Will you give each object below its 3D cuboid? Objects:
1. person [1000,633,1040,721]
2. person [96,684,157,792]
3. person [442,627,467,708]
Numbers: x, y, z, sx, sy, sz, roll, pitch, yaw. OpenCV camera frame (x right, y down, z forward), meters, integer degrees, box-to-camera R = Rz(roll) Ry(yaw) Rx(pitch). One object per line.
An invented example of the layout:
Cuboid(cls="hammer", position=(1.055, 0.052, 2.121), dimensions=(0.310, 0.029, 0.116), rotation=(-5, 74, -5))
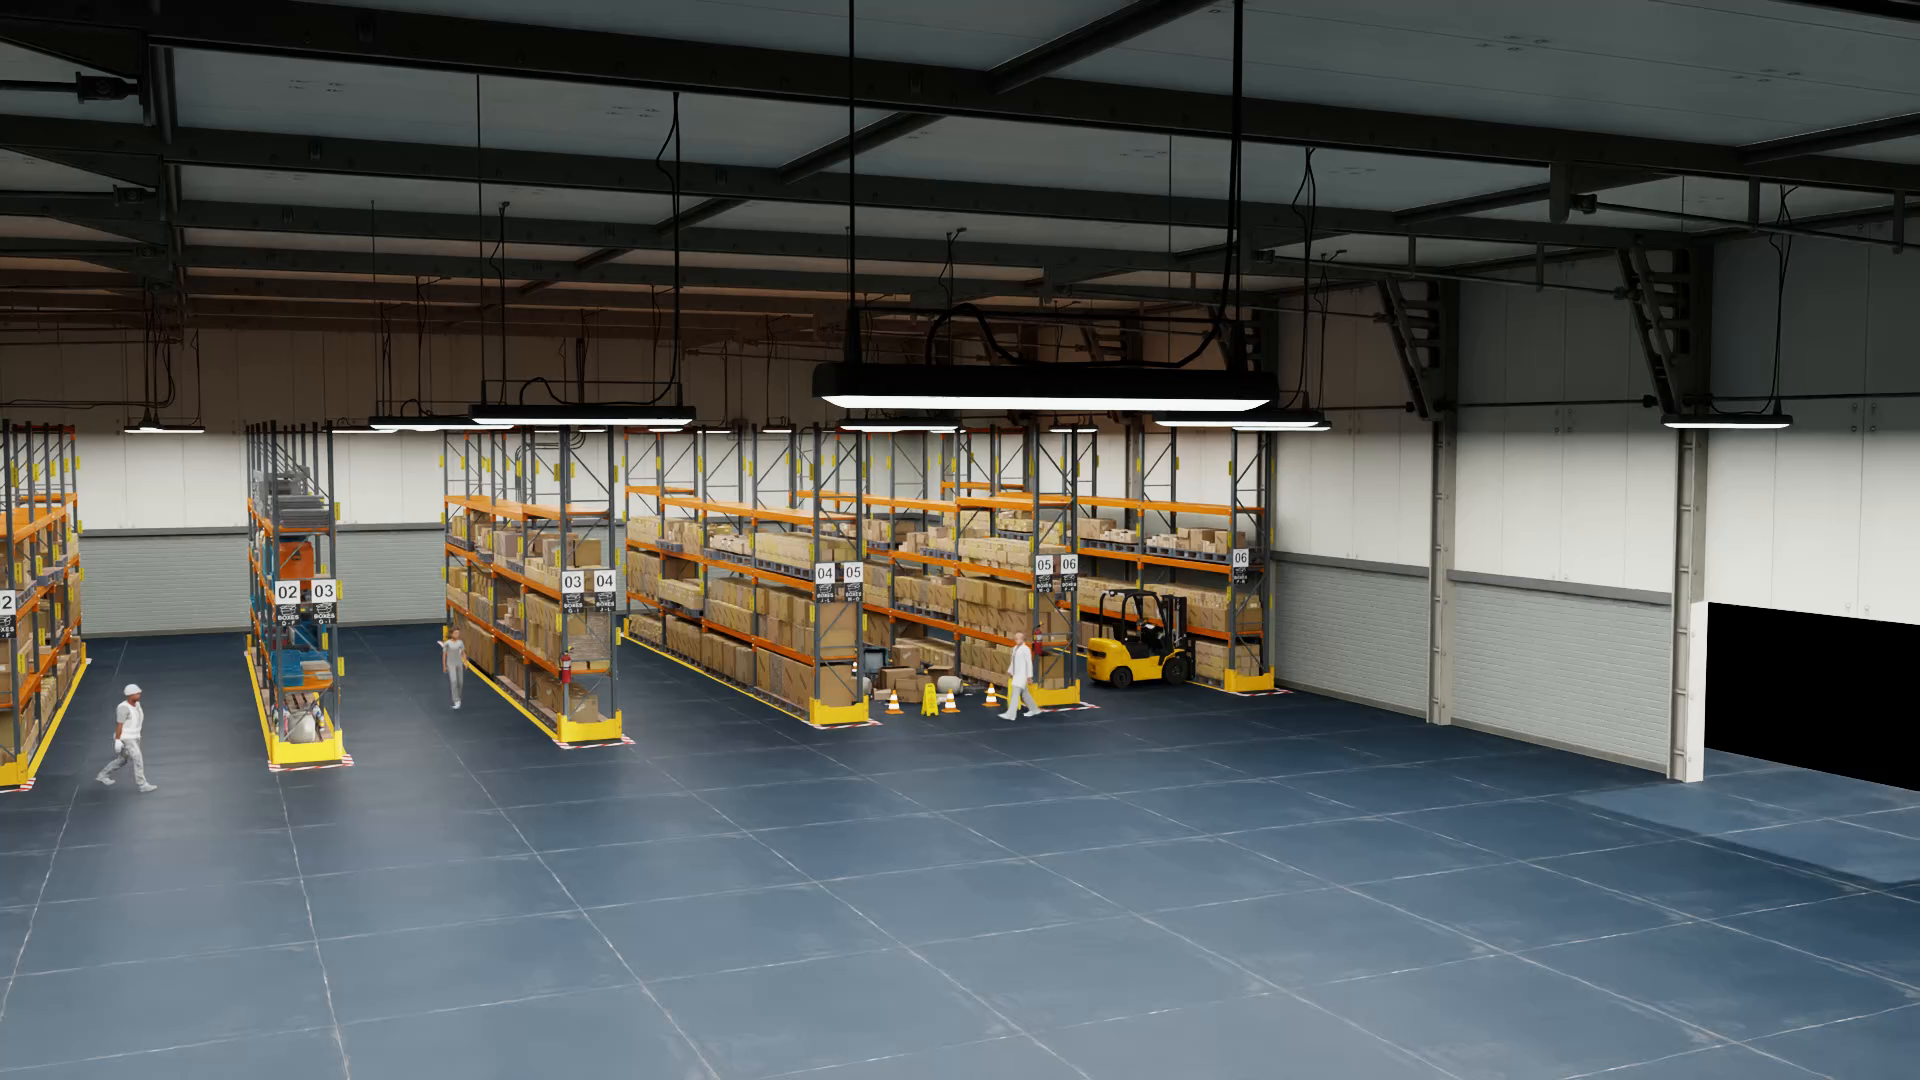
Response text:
Cuboid(cls="person", position=(1.198, 2.748, 33.656), dimensions=(0.978, 1.756, 0.567), rotation=(-1, 4, -18))
Cuboid(cls="person", position=(-13.432, 3.184, 26.780), dimensions=(1.101, 1.735, 0.573), rotation=(0, 4, 2))
Cuboid(cls="person", position=(-10.661, 2.702, 35.272), dimensions=(0.469, 1.668, 0.745), rotation=(-3, 5, -40))
